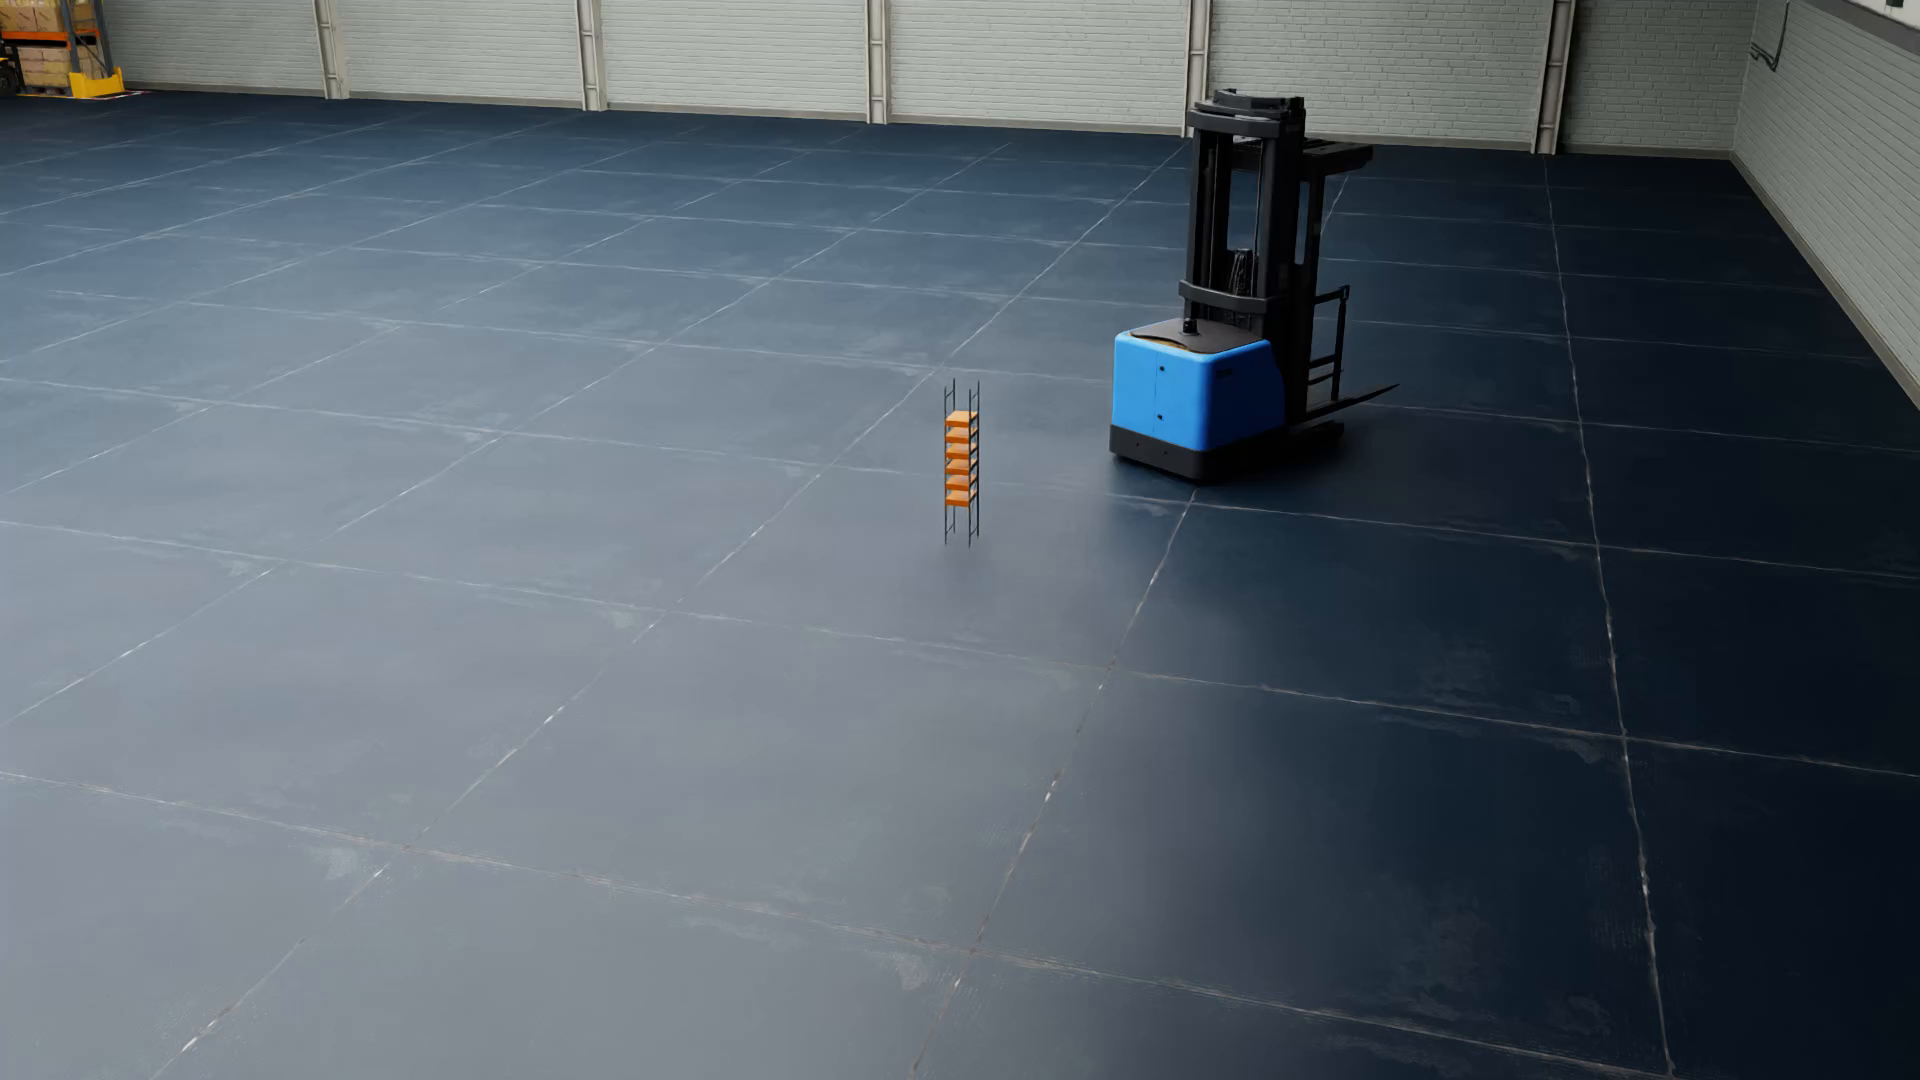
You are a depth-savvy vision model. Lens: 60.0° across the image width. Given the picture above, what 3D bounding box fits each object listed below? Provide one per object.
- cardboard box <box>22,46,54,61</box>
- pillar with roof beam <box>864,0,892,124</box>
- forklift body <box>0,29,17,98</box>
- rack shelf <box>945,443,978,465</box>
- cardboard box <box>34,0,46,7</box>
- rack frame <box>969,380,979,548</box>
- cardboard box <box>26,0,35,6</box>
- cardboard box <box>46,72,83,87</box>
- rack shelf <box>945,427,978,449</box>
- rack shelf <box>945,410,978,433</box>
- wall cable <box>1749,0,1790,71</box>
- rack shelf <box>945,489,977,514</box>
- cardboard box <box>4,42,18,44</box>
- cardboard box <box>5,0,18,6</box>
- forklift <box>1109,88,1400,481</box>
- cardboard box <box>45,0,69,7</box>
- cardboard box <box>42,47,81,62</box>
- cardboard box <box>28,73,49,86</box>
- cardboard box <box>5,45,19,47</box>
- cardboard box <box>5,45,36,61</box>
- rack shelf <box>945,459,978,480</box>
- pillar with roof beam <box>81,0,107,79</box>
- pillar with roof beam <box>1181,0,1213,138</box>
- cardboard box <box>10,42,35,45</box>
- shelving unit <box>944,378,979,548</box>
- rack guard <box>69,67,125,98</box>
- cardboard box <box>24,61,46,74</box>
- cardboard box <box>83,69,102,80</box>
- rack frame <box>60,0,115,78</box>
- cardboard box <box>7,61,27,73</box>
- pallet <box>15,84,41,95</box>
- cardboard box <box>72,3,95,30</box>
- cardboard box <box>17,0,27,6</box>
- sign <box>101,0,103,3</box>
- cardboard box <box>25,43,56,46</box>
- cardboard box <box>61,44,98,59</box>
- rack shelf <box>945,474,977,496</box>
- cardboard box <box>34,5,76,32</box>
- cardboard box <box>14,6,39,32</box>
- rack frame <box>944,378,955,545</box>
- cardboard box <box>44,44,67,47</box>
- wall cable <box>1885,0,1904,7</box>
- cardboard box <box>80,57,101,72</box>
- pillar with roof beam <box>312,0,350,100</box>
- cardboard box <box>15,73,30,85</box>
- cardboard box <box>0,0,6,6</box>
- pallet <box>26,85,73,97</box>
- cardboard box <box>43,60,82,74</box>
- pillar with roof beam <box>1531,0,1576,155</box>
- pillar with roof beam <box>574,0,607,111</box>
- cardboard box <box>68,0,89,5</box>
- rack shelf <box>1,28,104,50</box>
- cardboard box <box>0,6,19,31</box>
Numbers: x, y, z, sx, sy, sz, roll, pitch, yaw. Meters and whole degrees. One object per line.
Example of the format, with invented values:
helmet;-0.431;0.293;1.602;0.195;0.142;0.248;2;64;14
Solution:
cardboard box;-19.381;-10.264;35.093;0.500;0.250;0.500;7;23;16
pillar with roof beam;-2.777;-10.531;26.085;0.400;9.000;9.100;7;23;16
forklift body;-20.702;-10.041;33.915;1.214;2.155;2.313;7;23;16
rack shelf;0.014;-0.623;12.010;0.180;0.103;0.258;7;23;16
cardboard box;-19.026;-11.189;34.607;0.250;0.149;0.380;7;23;16
rack frame;0.101;-0.544;12.014;0.006;1.200;0.240;7;23;16
cardboard box;-19.257;-11.239;34.731;0.250;0.149;0.380;7;23;17
cardboard box;-18.901;-9.748;35.151;0.500;0.250;0.500;7;23;16
rack shelf;0.014;-0.734;11.964;0.180;0.103;0.258;7;23;16
rack shelf;0.014;-0.845;11.919;0.180;0.103;0.258;7;23;16
wall cable;12.394;-8.539;25.322;0.112;2.526;3.097;7;23;16
rack shelf;0.014;-0.290;12.146;0.180;0.103;0.258;7;23;16
cardboard box;-20.692;-10.618;35.955;0.500;0.250;0.500;7;23;16
cardboard box;-19.760;-11.283;34.837;0.250;0.149;0.380;6;23;14
forklift;2.675;-2.287;13.985;3.031;2.935;1.130;-19;29;-39
cardboard box;-18.773;-11.171;34.565;0.250;0.149;0.380;7;23;16
cardboard box;-18.891;-10.211;34.962;0.500;0.250;0.500;7;23;17
cardboard box;-19.374;-9.806;35.292;0.500;0.250;0.500;7;23;15
cardboard box;-20.350;-10.374;35.362;0.500;0.250;0.500;6;23;14
cardboard box;-19.867;-10.316;35.219;0.500;0.250;0.500;7;23;16
rack shelf;0.014;-0.512;12.055;0.180;0.103;0.258;7;23;16
pillar with roof beam;-20.009;-12.504;30.896;0.400;9.000;9.100;7;23;16
pillar with roof beam;2.967;-9.873;24.482;0.400;9.000;9.100;7;23;16
cardboard box;-20.209;-10.566;35.828;0.500;0.250;0.500;6;23;14
shelving unit;0.014;-0.554;12.038;0.189;1.200;0.258;7;23;16
rack guard;-18.337;-9.730;35.331;0.348;0.500;1.175;7;23;16
cardboard box;-19.393;-10.041;35.207;0.500;0.250;0.500;6;23;15
cardboard box;-18.773;-9.936;35.610;0.500;0.250;0.500;7;23;16
rack frame;-18.360;-10.889;34.863;0.127;3.000;1.000;7;23;16
cardboard box;-19.893;-10.090;35.326;0.500;0.250;0.500;6;23;14
pallet;-20.268;-9.802;35.887;1.213;0.211;1.003;7;23;15
cardboard box;-18.754;-11.090;35.222;0.500;0.500;0.500;7;23;17
cardboard box;-19.491;-11.271;34.807;0.250;0.149;0.380;6;23;15
sign;-18.194;-11.527;35.174;0.005;0.325;0.100;7;23;16
cardboard box;-19.720;-10.507;35.685;0.500;0.250;0.500;6;23;15
cardboard box;-18.765;-10.395;35.411;0.500;0.250;0.500;6;23;15
rack shelf;0.014;-0.401;12.101;0.180;0.103;0.258;7;23;16
cardboard box;-18.907;-10.894;34.743;0.500;0.500;0.500;6;23;14
cardboard box;-19.401;-10.954;34.890;0.500;0.500;0.500;7;23;17
rack frame;-0.074;-0.564;12.063;0.006;1.200;0.240;7;23;16
cardboard box;-19.245;-10.448;35.542;0.500;0.250;0.500;7;23;16
wall cable;9.636;-8.102;15.683;0.169;6.003;2.305;7;23;16
cardboard box;-18.750;-10.169;35.520;0.500;0.250;0.500;7;23;16
pillar with roof beam;-14.265;-11.846;29.292;0.400;9.000;9.100;7;23;16
cardboard box;-19.851;-9.864;35.434;0.500;0.250;0.500;7;23;16
cardboard box;-20.008;-11.303;34.887;0.250;0.149;0.380;7;23;16
pallet;-19.104;-9.667;35.559;1.213;0.211;1.003;7;23;16
cardboard box;-18.916;-9.982;35.063;0.500;0.250;0.500;6;23;15
pillar with roof beam;8.712;-9.215;22.878;0.400;9.000;9.100;7;23;16
pillar with roof beam;-8.521;-11.189;27.689;0.400;9.000;9.100;7;23;16
cardboard box;-18.610;-11.367;35.041;0.250;0.149;0.380;6;23;14
rack shelf;-20.274;-10.775;35.534;4.000;0.370;1.077;7;23;16
cardboard box;-19.891;-11.010;35.026;0.500;0.500;0.500;6;23;14
